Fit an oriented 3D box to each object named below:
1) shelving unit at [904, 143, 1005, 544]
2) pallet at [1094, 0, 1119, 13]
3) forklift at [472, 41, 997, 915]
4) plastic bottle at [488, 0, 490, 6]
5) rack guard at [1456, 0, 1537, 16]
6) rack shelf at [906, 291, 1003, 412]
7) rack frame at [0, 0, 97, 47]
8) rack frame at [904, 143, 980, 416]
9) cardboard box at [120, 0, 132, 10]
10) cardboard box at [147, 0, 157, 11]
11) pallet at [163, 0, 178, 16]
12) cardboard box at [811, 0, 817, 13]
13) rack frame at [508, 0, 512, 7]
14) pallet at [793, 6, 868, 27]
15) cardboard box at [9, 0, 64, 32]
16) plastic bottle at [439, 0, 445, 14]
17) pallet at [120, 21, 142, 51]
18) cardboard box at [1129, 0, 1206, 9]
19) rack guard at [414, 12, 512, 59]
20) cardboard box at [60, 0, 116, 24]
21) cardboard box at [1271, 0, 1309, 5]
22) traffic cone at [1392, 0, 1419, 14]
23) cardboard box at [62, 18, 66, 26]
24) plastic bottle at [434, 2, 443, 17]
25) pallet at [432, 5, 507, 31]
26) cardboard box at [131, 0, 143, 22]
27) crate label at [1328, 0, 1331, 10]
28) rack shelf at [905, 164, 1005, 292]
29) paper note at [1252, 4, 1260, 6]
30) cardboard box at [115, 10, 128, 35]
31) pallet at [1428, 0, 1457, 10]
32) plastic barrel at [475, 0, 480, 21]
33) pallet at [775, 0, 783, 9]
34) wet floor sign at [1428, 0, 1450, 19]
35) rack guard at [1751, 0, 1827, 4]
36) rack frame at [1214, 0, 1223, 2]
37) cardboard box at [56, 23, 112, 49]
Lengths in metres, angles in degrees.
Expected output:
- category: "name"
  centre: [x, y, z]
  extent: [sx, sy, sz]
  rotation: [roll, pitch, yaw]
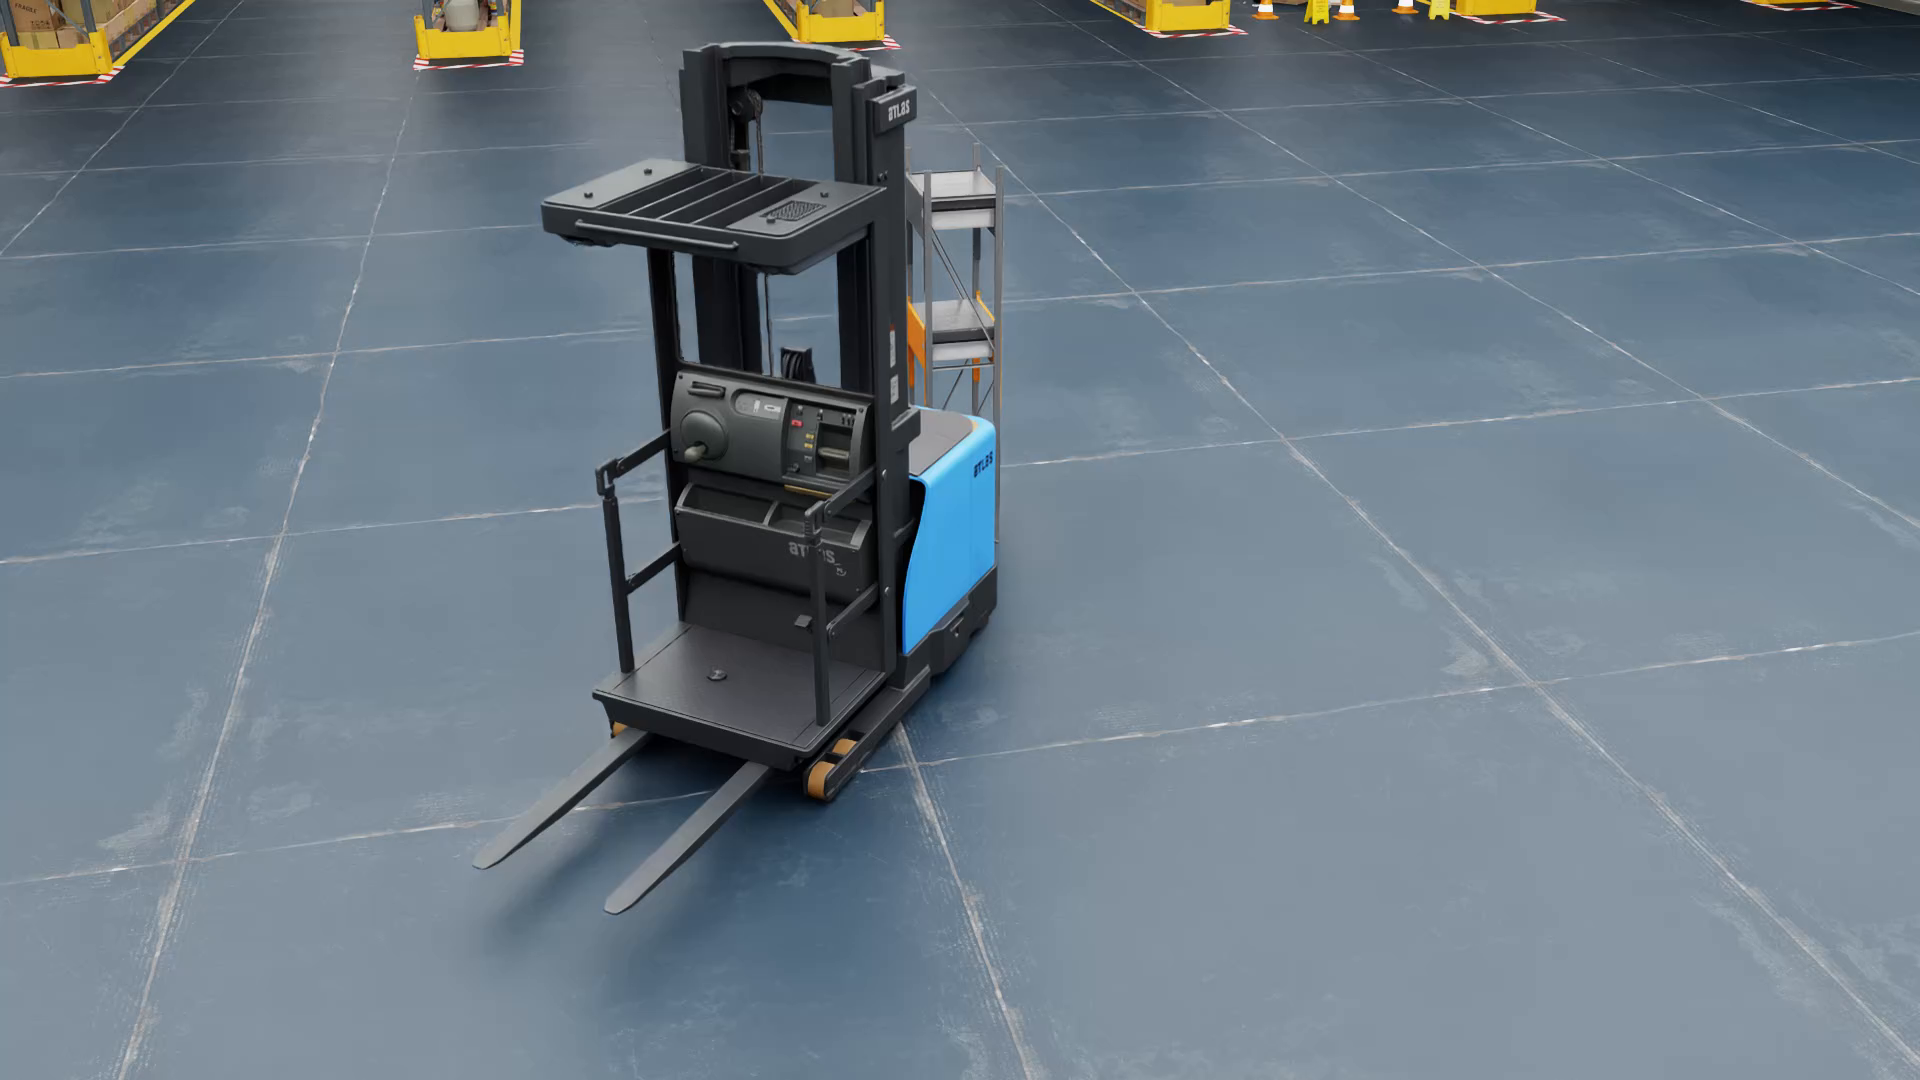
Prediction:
- category: "shelving unit"
  centre: [-0.037, -1.010, 8.921]
  extent: [0.431, 2.100, 0.503]
  rotation: [-6, 27, -12]
- category: "pallet"
  centre: [2.708, -8.298, 25.457]
  extent: [1.003, 0.211, 1.213]
  rotation: [-6, 27, -12]
- category: "forklift"
  centre: [-0.902, -0.426, 6.842]
  extent: [1.130, 2.935, 3.031]
  rotation: [12, 29, 23]
- category: "plastic bottle"
  centre: [-6.772, -7.889, 24.085]
  extent: [0.152, 0.276, 0.135]
  rotation: [-5, 27, -11]
- category: "rack guard"
  centre: [8.019, -8.130, 24.803]
  extent: [1.175, 0.500, 0.348]
  rotation: [-6, 27, -12]
- category: "rack shelf"
  centre: [-0.037, -0.998, 8.927]
  extent: [0.431, 0.518, 0.480]
  rotation: [-6, 27, -12]
- category: "rack frame"
  centre: [-11.272, -7.202, 20.190]
  extent: [1.000, 3.000, 0.127]
  rotation: [-6, 27, -12]
- category: "rack frame"
  centre: [-0.092, -1.117, 9.133]
  extent: [0.400, 2.100, 0.015]
  rotation: [-6, 27, -12]
- category: "cardboard box"
  centre: [-11.511, -7.414, 22.363]
  extent: [0.500, 0.500, 0.500]
  rotation: [-6, 27, -12]
- category: "cardboard box"
  centre: [-11.856, -7.737, 23.835]
  extent: [0.500, 0.250, 0.500]
  rotation: [-6, 27, -12]
- category: "pallet"
  centre: [-12.377, -8.033, 24.931]
  extent: [1.003, 0.211, 1.213]
  rotation: [-6, 27, -12]
- category: "cardboard box"
  centre: [-1.912, -7.813, 23.708]
  extent: [0.500, 0.500, 0.500]
  rotation: [1, 27, 2]
- category: "rack frame"
  centre: [-7.346, -9.460, 24.663]
  extent: [1.000, 3.000, 0.127]
  rotation: [-6, 27, -12]
- category: "pallet"
  centre: [-1.785, -7.355, 23.588]
  extent: [1.003, 0.211, 1.213]
  rotation: [-6, 27, -12]
- category: "cardboard box"
  centre: [-11.682, -6.702, 20.953]
  extent: [0.500, 0.500, 0.500]
  rotation: [-6, 27, -12]
- category: "plastic bottle"
  centre: [-7.316, -7.559, 23.432]
  extent: [0.152, 0.276, 0.135]
  rotation: [-6, 27, -11]
- category: "pallet"
  centre: [-11.756, -6.823, 22.534]
  extent: [1.003, 0.211, 1.213]
  rotation: [-6, 27, -12]
- category: "cardboard box"
  centre: [3.019, -8.196, 24.051]
  extent: [0.875, 0.875, 0.875]
  rotation: [-6, 27, -11]
- category: "rack guard"
  centre: [-6.508, -6.616, 21.803]
  extent: [1.175, 0.500, 0.348]
  rotation: [-6, 27, -12]
- category: "cardboard box"
  centre: [-11.290, -6.974, 21.492]
  extent: [0.500, 0.500, 0.500]
  rotation: [-6, 27, -12]
- category: "cardboard box"
  centre: [5.173, -8.612, 25.755]
  extent: [0.637, 0.503, 0.797]
  rotation: [19, 32, 32]
- category: "traffic cone"
  centre: [6.682, -8.138, 24.860]
  extent: [0.336, 0.463, 0.334]
  rotation: [-6, 27, -12]
- category: "cardboard box"
  centre: [-11.805, -6.586, 21.555]
  extent: [0.500, 0.250, 0.500]
  rotation: [-6, 27, -12]
- category: "plastic bottle"
  centre: [-7.286, -7.412, 23.224]
  extent: [0.097, 0.201, 0.097]
  rotation: [0, 27, 0]
- category: "pallet"
  centre: [-6.957, -7.379, 23.635]
  extent: [1.003, 0.211, 1.213]
  rotation: [-6, 27, -12]
- category: "cardboard box"
  centre: [-11.626, -7.298, 22.966]
  extent: [0.500, 0.250, 0.500]
  rotation: [-6, 27, -12]
- category: "crate label"
  centre: [5.440, -8.069, 25.086]
  extent: [0.250, 0.136, 0.298]
  rotation: [-23, 35, -38]
- category: "rack shelf"
  centre: [-0.037, -1.623, 8.612]
  extent: [0.431, 0.518, 0.480]
  rotation: [-6, 27, -12]
- category: "paper note"
  centre: [4.546, -8.182, 25.429]
  extent: [0.144, 0.017, 0.142]
  rotation: [3, 27, 6]
- category: "cardboard box"
  centre: [-11.404, -6.859, 22.095]
  extent: [0.500, 0.250, 0.500]
  rotation: [-6, 27, -12]
- category: "pallet"
  centre: [7.870, -8.362, 25.582]
  extent: [1.003, 0.211, 1.213]
  rotation: [-6, 27, -12]
- category: "plastic barrel"
  centre: [-6.781, -7.282, 22.642]
  extent: [0.421, 0.512, 0.421]
  rotation: [0, 27, 0]
- category: "pallet"
  centre: [-2.335, -8.426, 25.710]
  extent: [1.003, 0.211, 1.213]
  rotation: [-6, 27, -12]
- category: "wet floor sign"
  centre: [7.036, -7.970, 24.324]
  extent: [0.267, 0.644, 0.232]
  rotation: [3, 27, 6]
- category: "rack guard"
  centre: [12.876, -8.592, 25.718]
  extent: [1.175, 0.500, 0.348]
  rotation: [-6, 27, -12]
- category: "rack frame"
  centre: [3.236, -8.666, 23.090]
  extent: [1.000, 3.000, 0.127]
  rotation: [-6, 27, -12]
- category: "cardboard box"
  centre: [-11.176, -6.420, 21.226]
  extent: [0.500, 0.250, 0.500]
  rotation: [-6, 27, -12]
